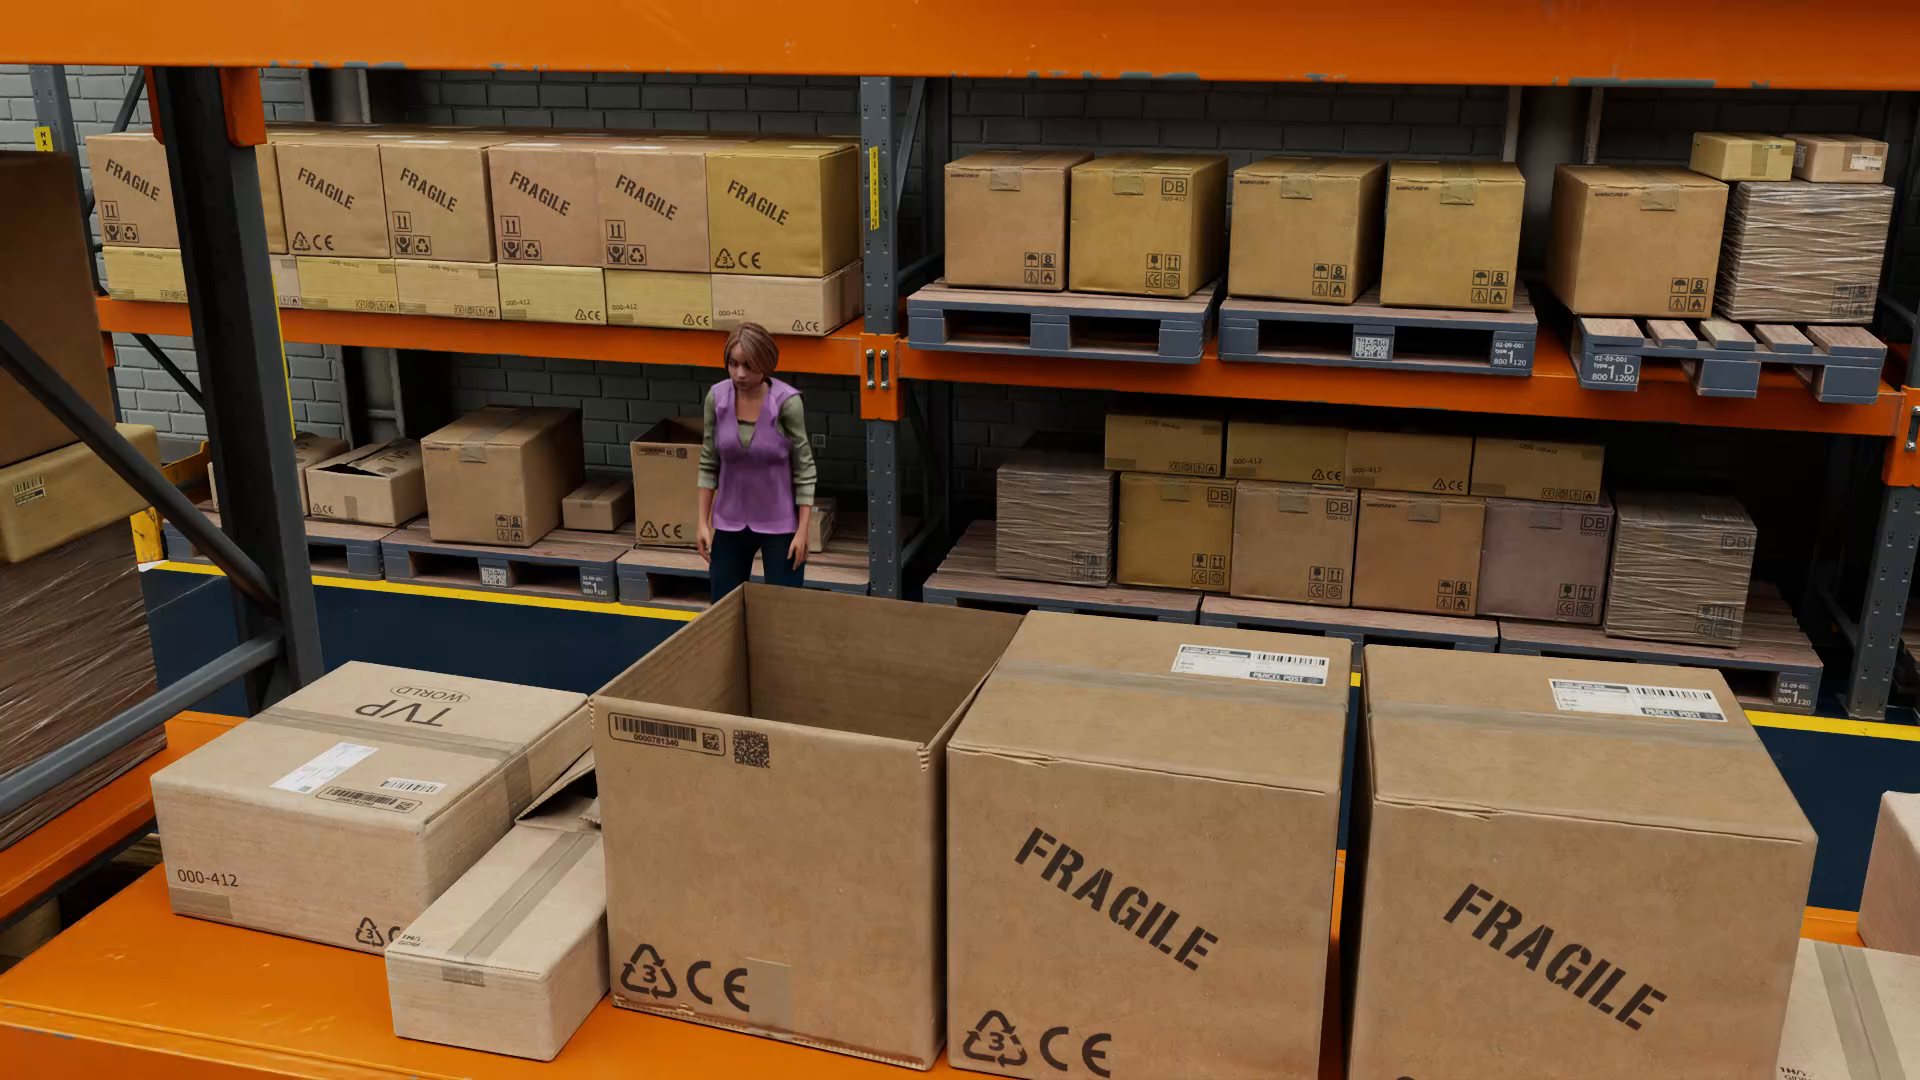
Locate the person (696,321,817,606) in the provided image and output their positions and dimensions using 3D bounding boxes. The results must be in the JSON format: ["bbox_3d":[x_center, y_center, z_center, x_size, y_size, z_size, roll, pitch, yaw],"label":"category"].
[{"bbox_3d":[-0.750,-0.024,6.146,0.459,1.594,0.341,4,19,12],"label":"person"}]
